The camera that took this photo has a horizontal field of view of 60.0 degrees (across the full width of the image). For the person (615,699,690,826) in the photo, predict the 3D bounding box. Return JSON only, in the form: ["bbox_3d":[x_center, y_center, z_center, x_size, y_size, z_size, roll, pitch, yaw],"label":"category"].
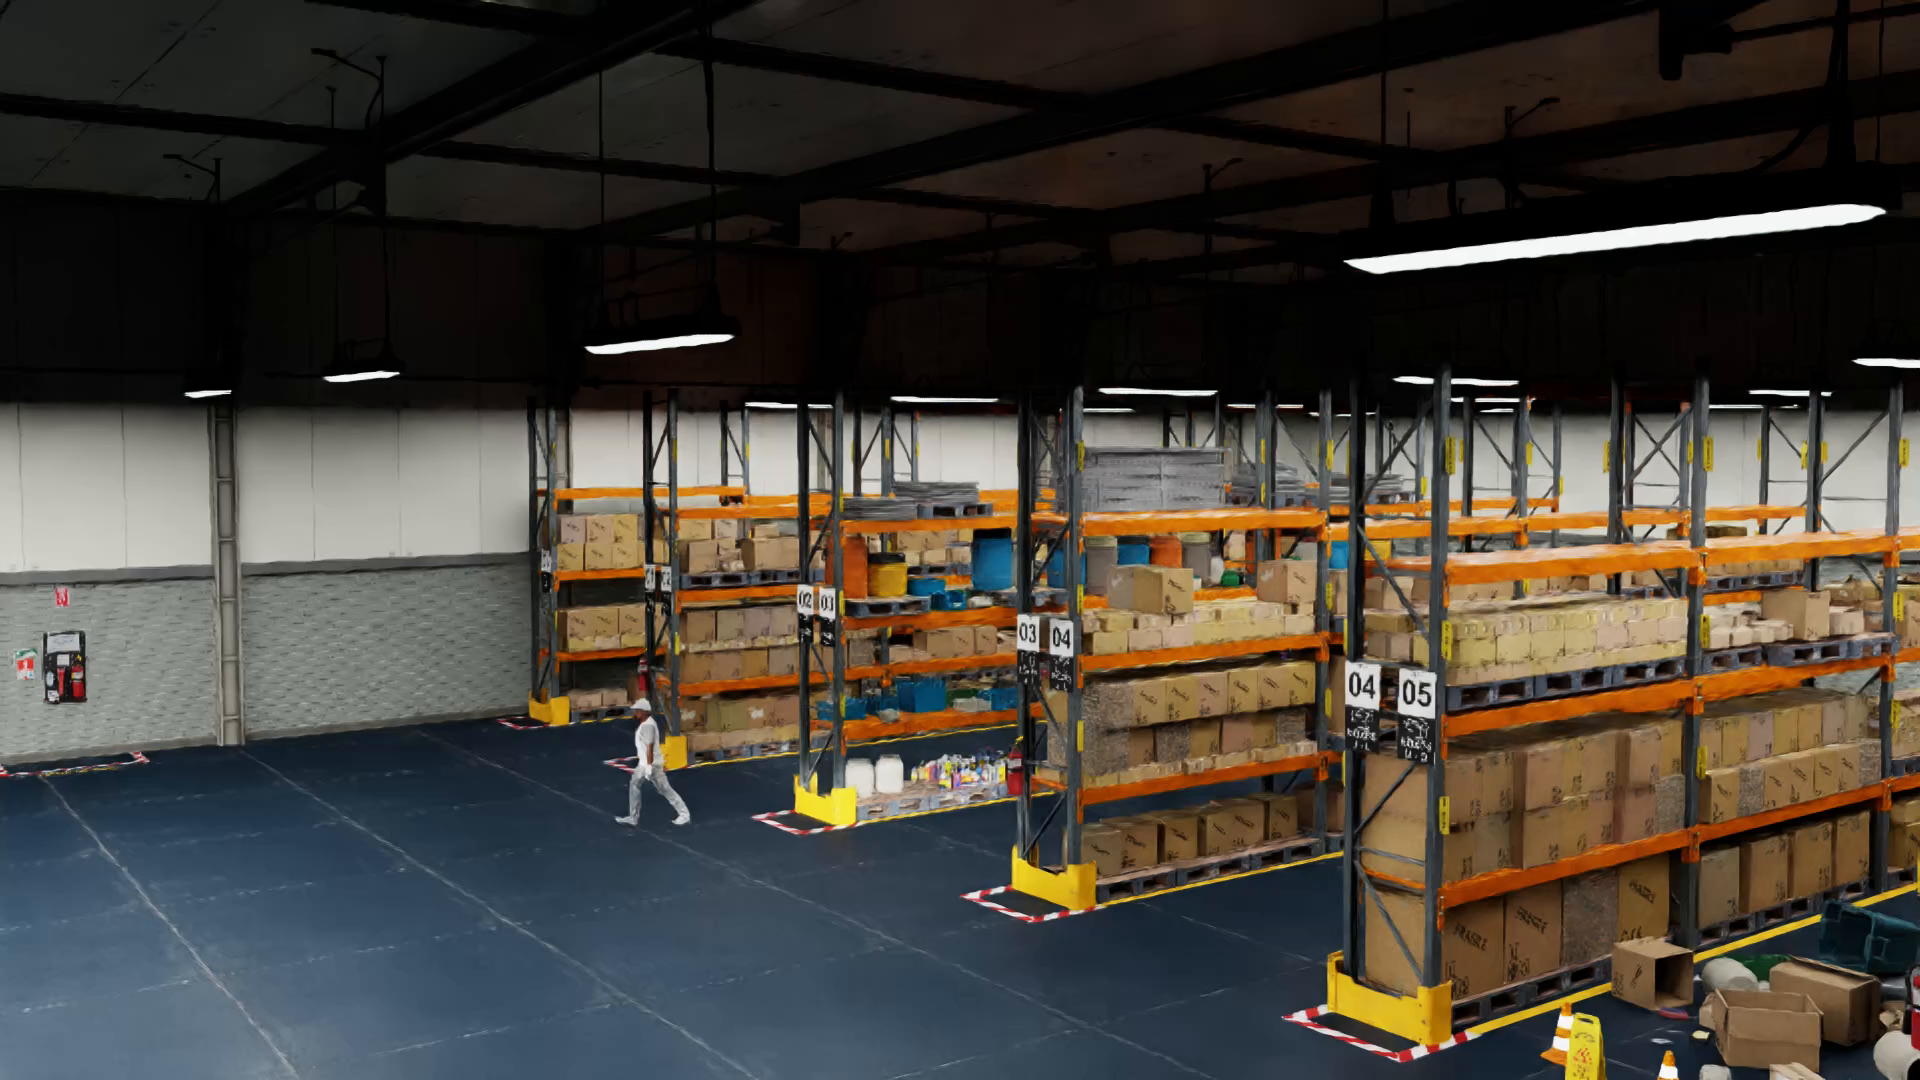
[{"bbox_3d":[-4.060,2.987,22.337,0.837,1.732,0.602,-1,4,-16],"label":"person"}]
